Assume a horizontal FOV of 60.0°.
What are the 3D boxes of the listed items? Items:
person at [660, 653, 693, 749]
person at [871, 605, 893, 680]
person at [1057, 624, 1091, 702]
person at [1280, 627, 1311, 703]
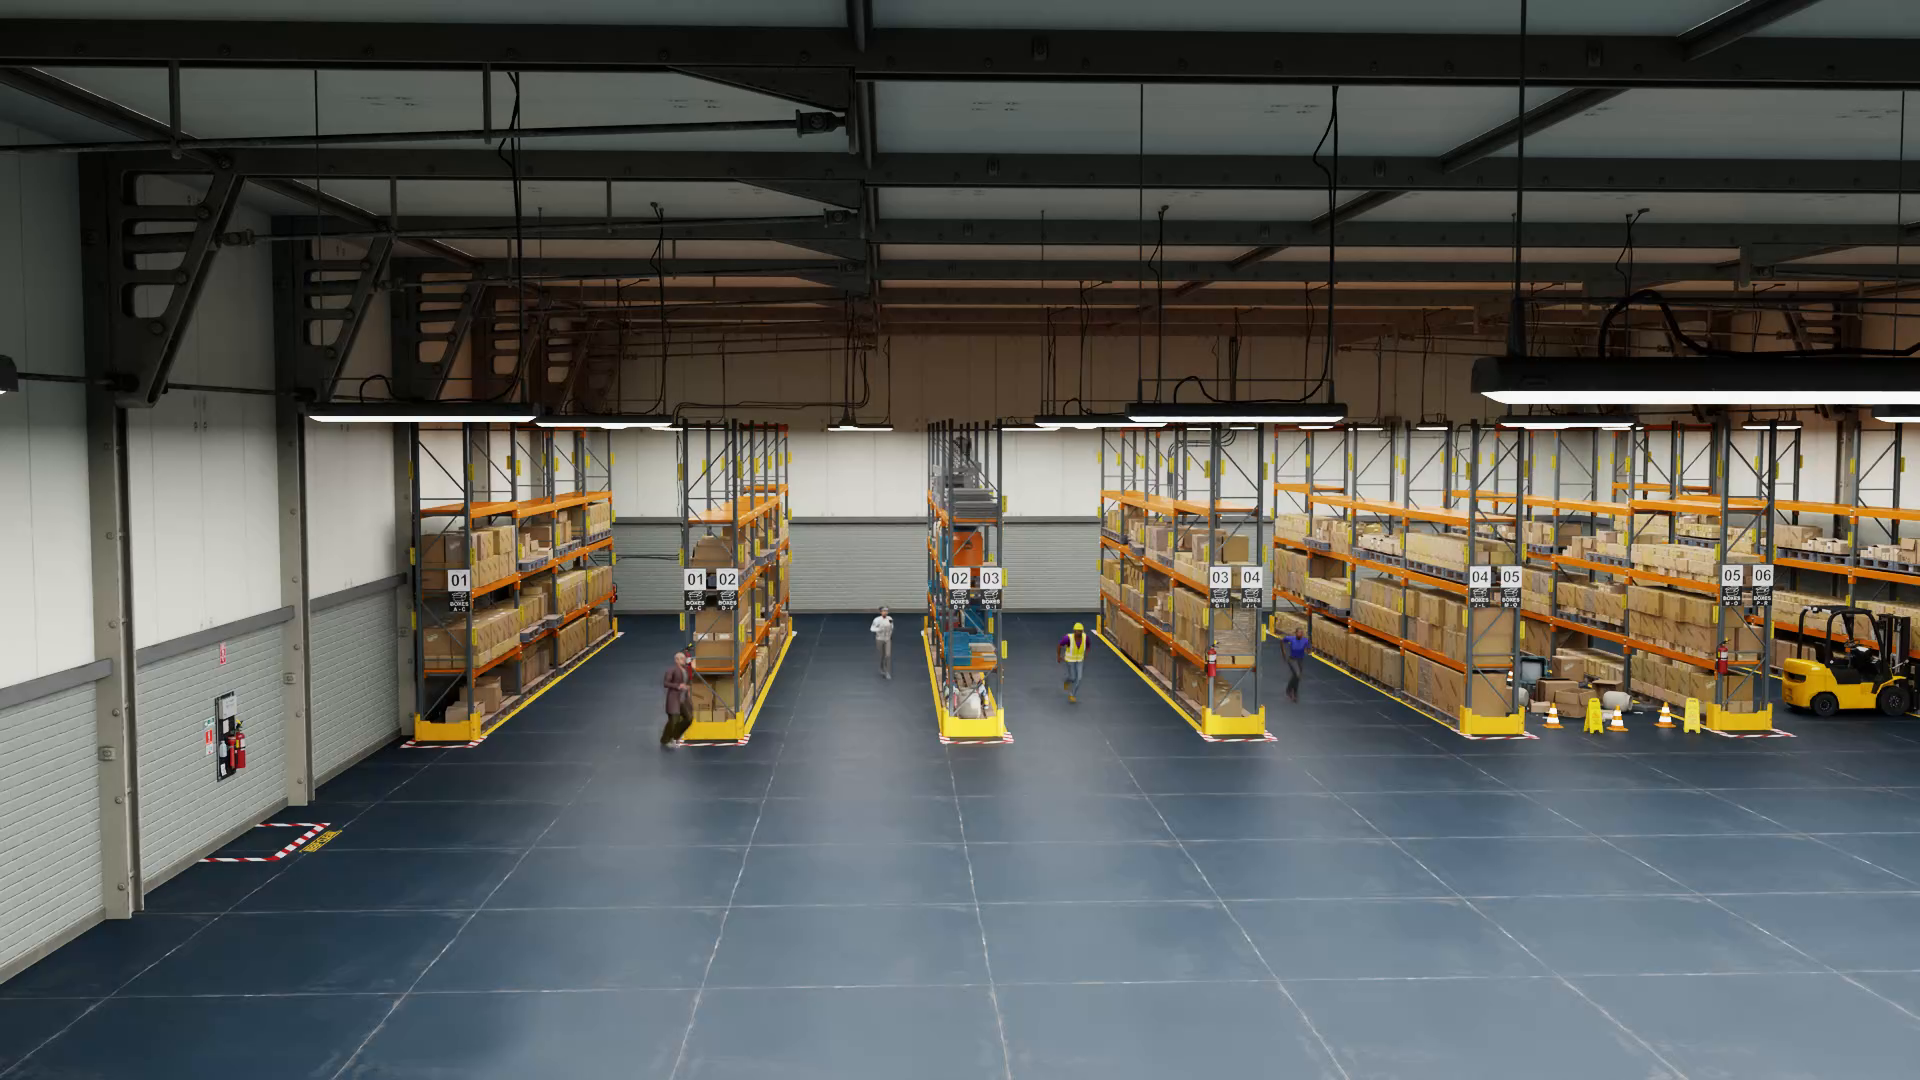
[{"bbox_3d":[-5.070,2.925,30.184,0.709,1.761,0.716,3,5,37],"label":"person"},{"bbox_3d":[-1.815,2.386,39.001,0.583,1.747,0.801,-1,4,-13],"label":"person"},{"bbox_3d":[2.452,2.612,35.683,0.692,1.688,0.766,-1,4,-22],"label":"person"},{"bbox_3d":[7.162,2.697,35.510,0.568,1.521,0.885,-1,4,-15],"label":"person"}]
